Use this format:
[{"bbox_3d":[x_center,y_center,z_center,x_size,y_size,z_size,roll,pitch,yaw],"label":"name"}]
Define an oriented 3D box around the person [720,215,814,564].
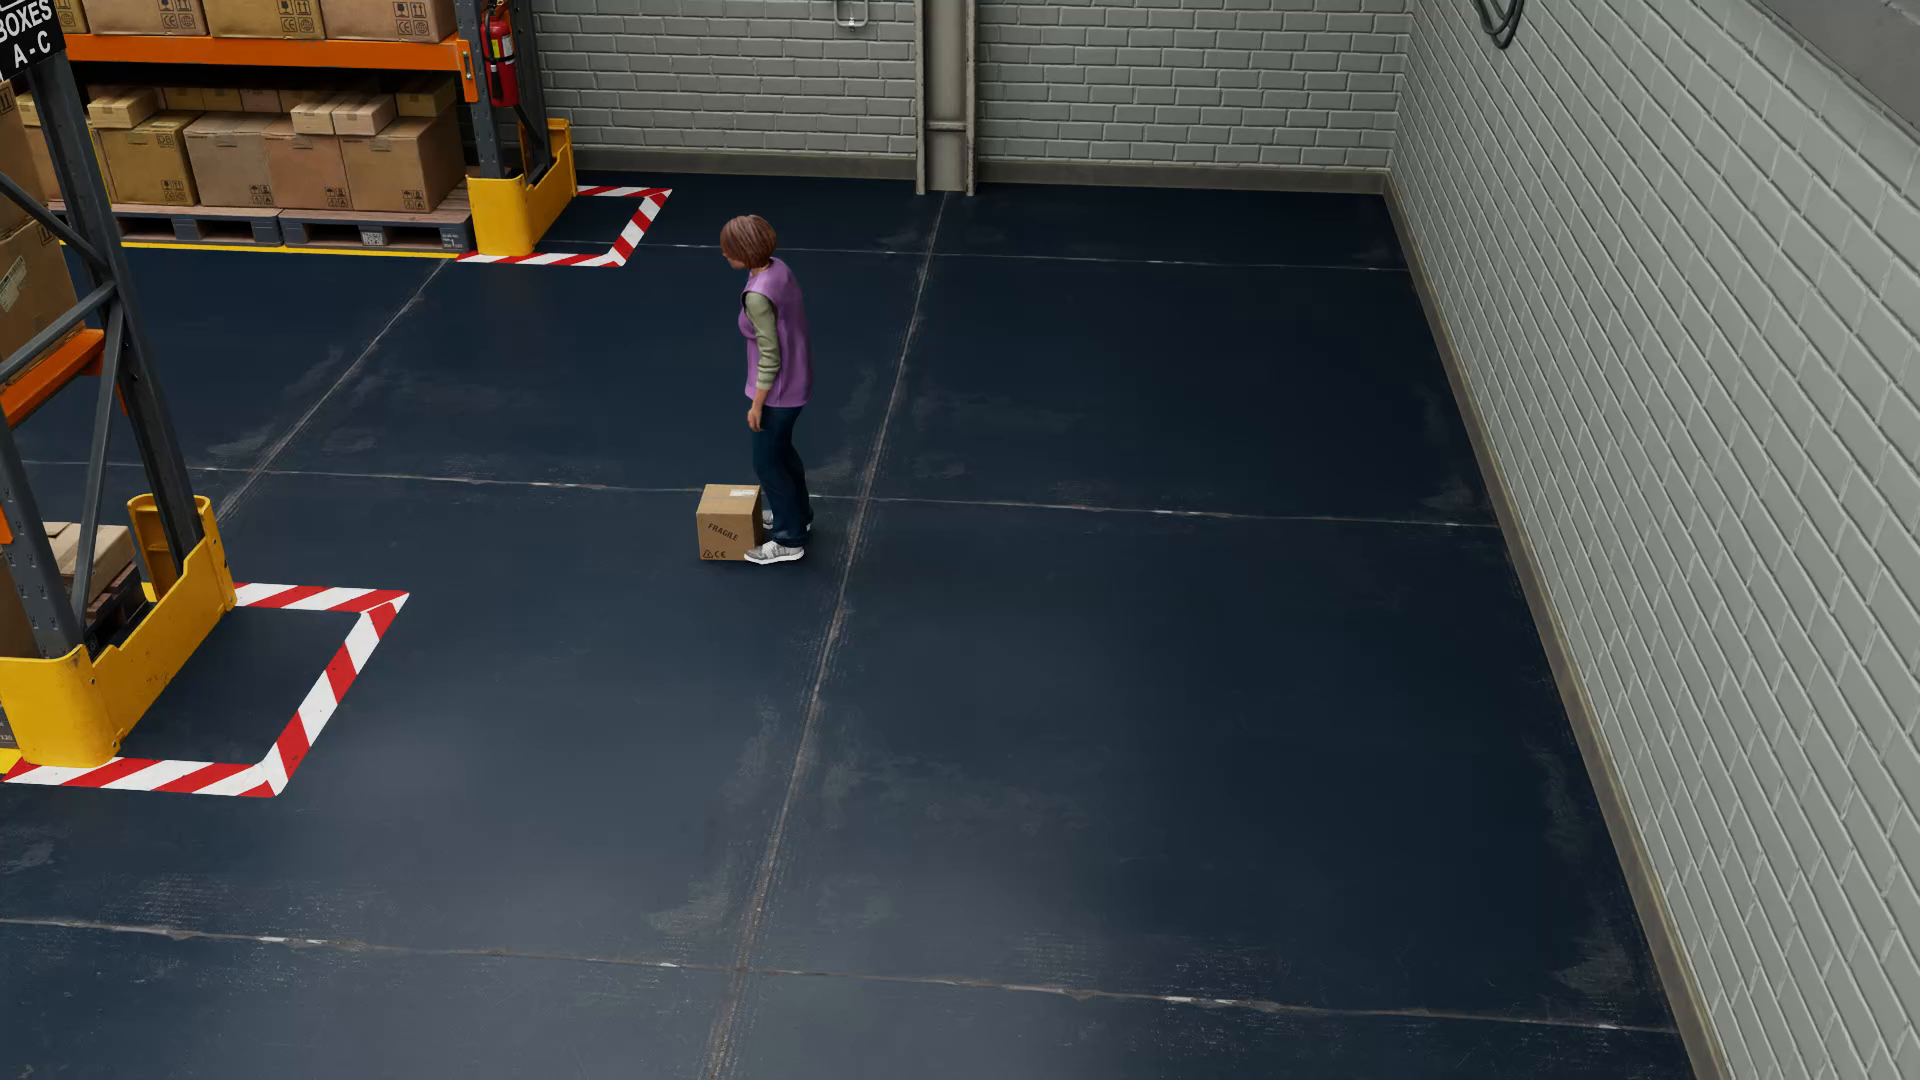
[{"bbox_3d":[-0.801,-0.642,7.158,0.343,1.593,0.461,3,33,4],"label":"person"}]
